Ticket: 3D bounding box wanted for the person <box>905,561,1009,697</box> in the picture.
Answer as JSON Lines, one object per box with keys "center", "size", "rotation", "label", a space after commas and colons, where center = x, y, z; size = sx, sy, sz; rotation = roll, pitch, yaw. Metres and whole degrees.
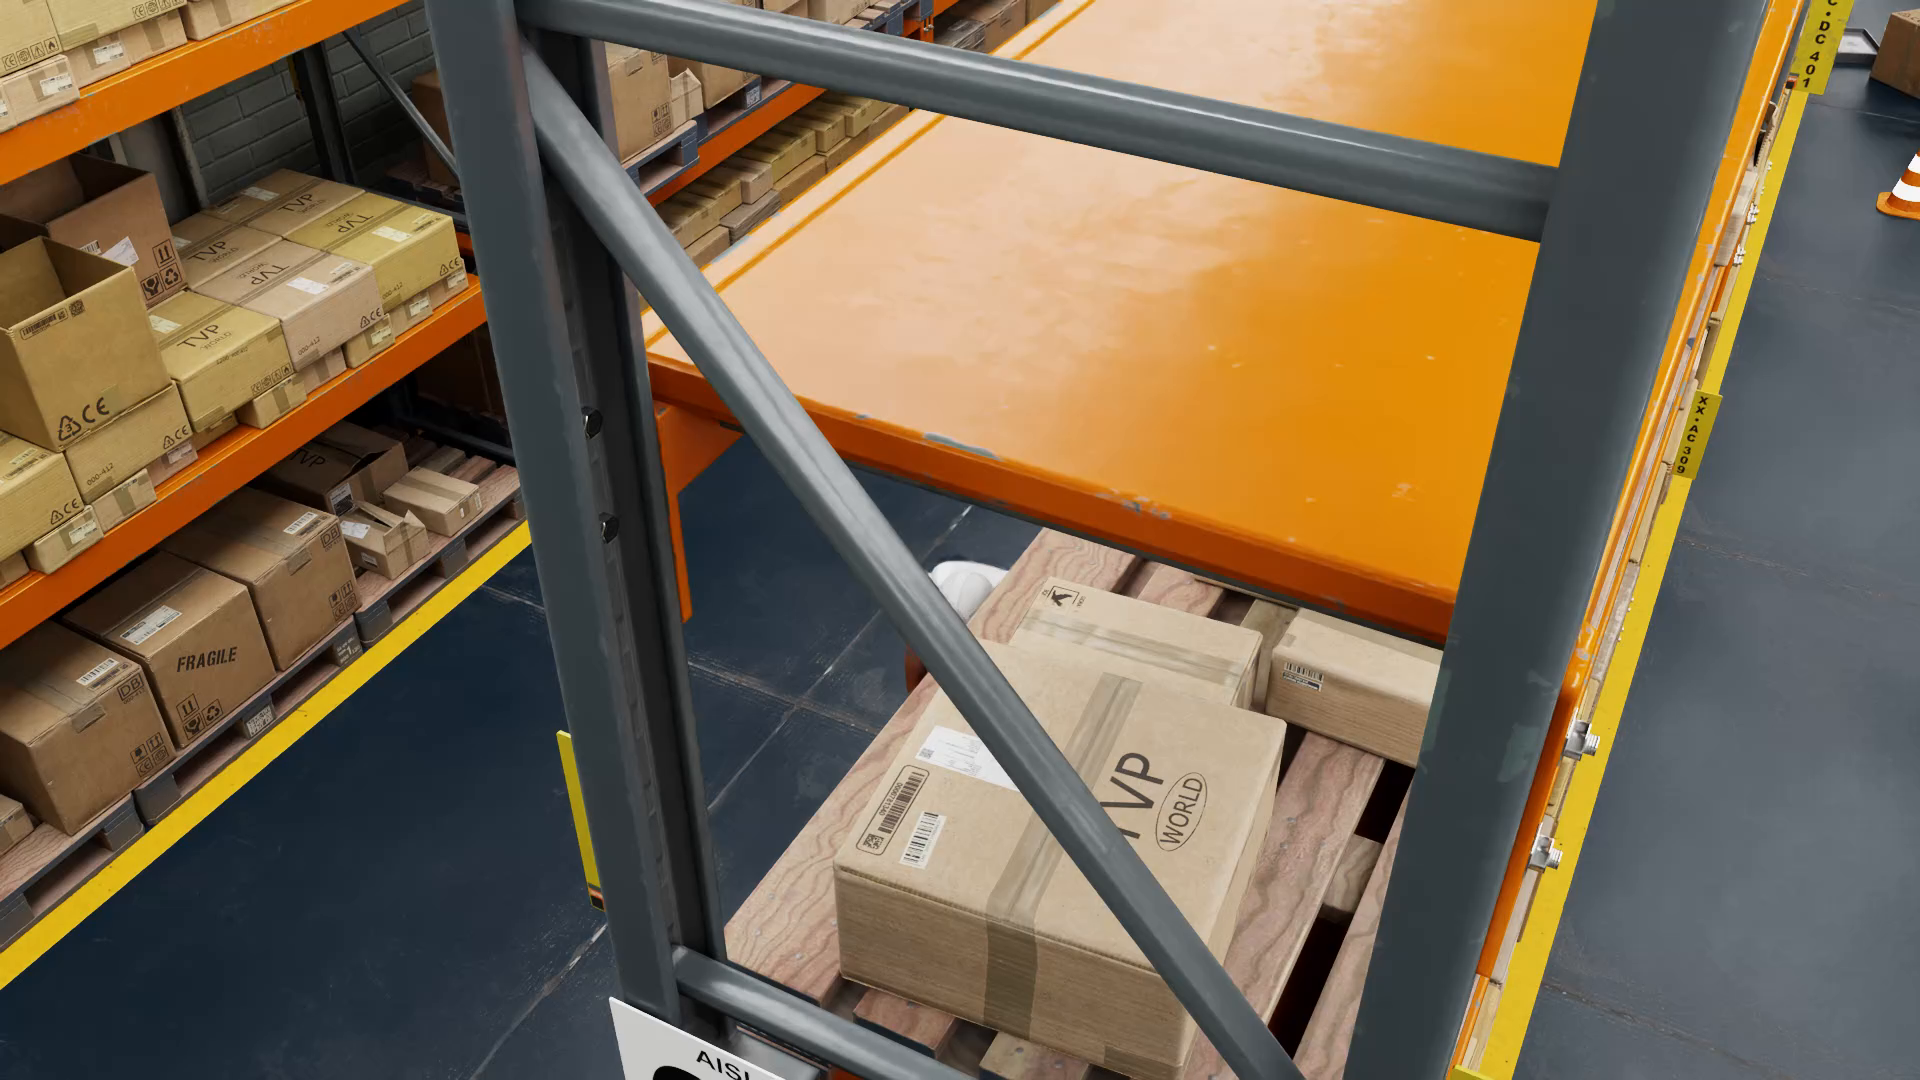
{"center": [0.129, 0.553, 6.289], "size": [0.631, 1.432, 0.747], "rotation": [18, 41, 22], "label": "person"}
